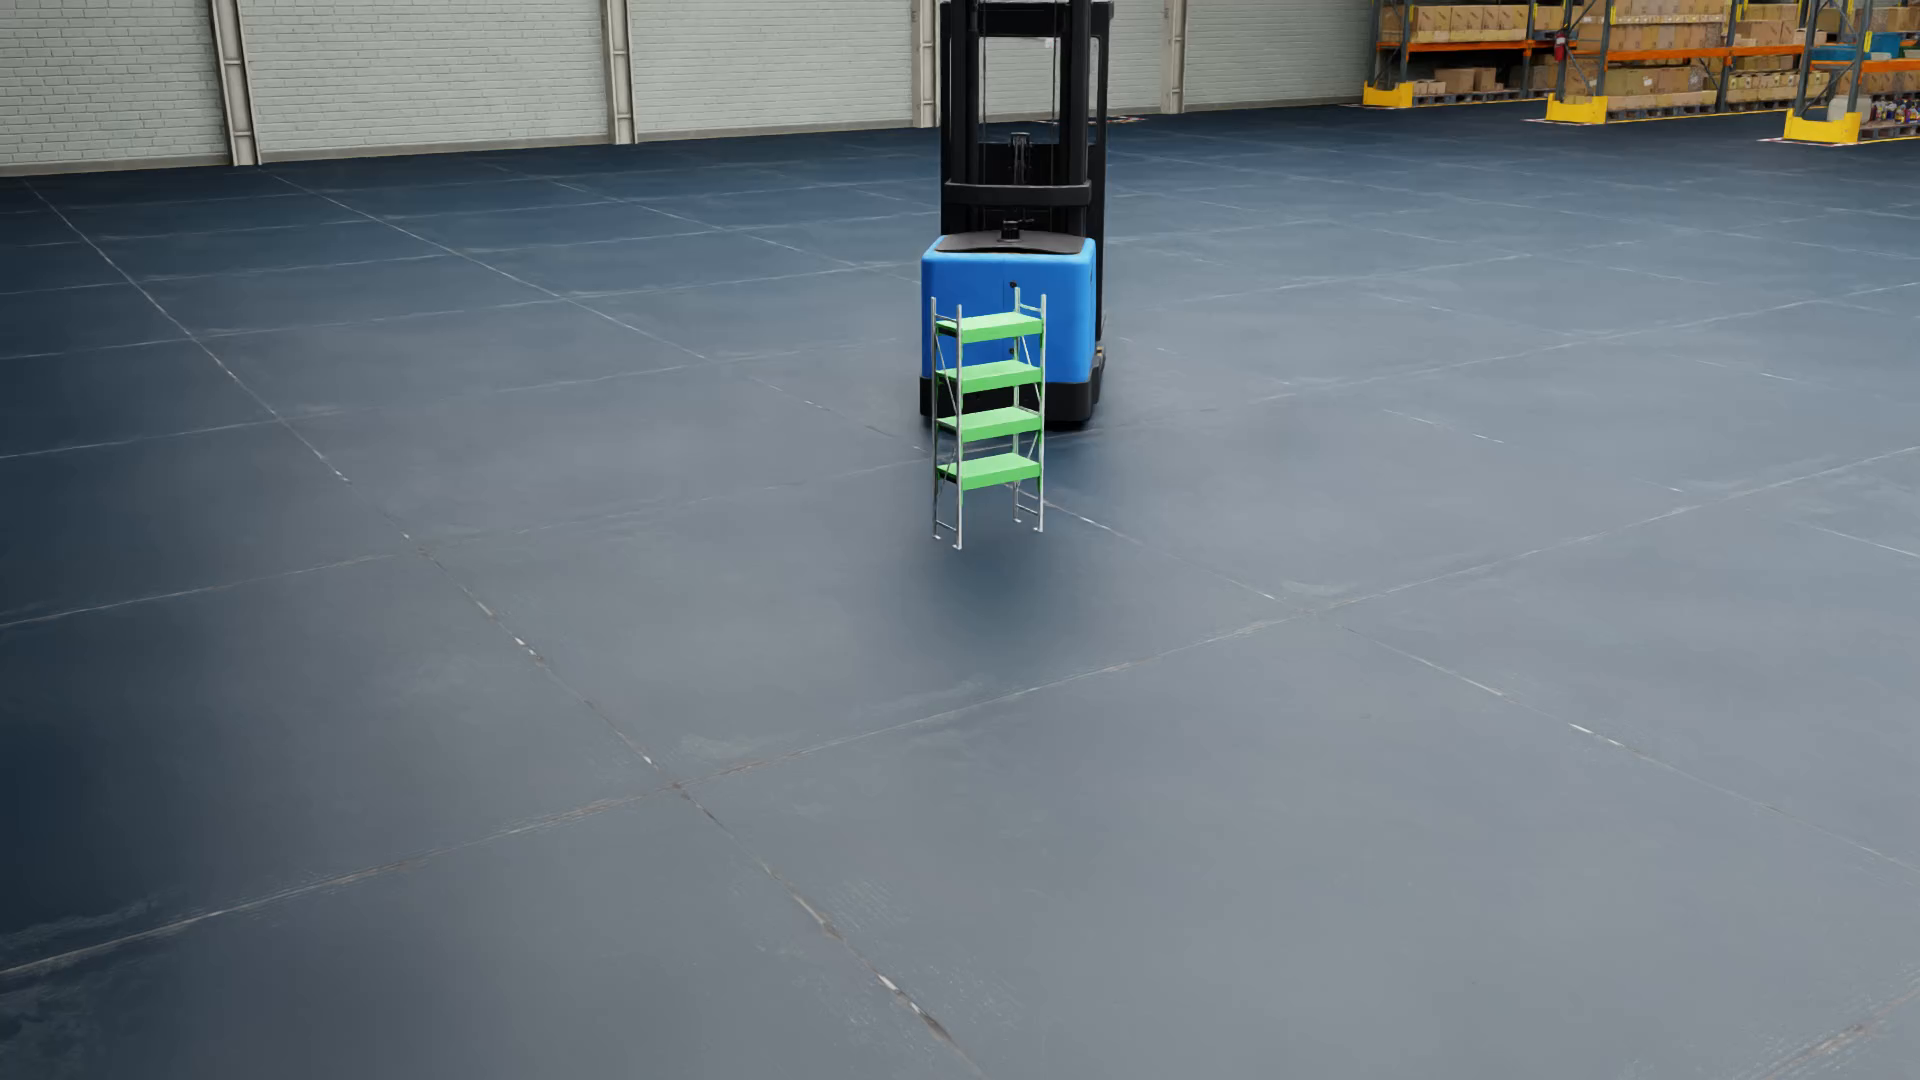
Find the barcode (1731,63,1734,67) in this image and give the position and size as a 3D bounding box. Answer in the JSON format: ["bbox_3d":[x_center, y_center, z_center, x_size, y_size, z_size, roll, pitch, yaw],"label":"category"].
[{"bbox_3d":[15.776,-9.699,33.966,0.075,0.075,0.001,-12,22,-31],"label":"barcode"}]

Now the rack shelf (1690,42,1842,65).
[{"bbox_3d":[17.005,-10.297,35.144,4.000,0.370,1.077,-12,22,-31],"label":"rack shelf"}]

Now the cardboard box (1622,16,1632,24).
[{"bbox_3d":[12.659,-9.995,31.956,0.250,0.149,0.380,-13,22,-33],"label":"cardboard box"}]

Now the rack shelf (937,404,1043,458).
[{"bbox_3d":[0.138,-0.537,8.159,0.480,0.148,0.258,-12,22,-31],"label":"rack shelf"}]

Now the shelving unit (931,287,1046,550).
[{"bbox_3d":[0.138,-0.598,8.139,0.503,1.200,0.258,-12,22,-31],"label":"shelving unit"}]

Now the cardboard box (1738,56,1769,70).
[{"bbox_3d":[20.390,-12.226,42.973,0.500,0.500,0.700,-12,22,-32],"label":"cardboard box"}]

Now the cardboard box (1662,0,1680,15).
[{"bbox_3d":[13.710,-10.603,32.742,0.500,0.500,0.700,-12,22,-31],"label":"cardboard box"}]

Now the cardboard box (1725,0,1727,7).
[{"bbox_3d":[18.606,-13.334,41.180,0.500,0.250,0.500,-11,22,-30],"label":"cardboard box"}]

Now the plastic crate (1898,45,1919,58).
[{"bbox_3d":[16.766,-8.696,29.615,0.662,0.188,0.450,-12,22,-31],"label":"plastic crate"}]

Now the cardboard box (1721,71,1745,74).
[{"bbox_3d":[16.364,-9.777,35.242,0.500,0.311,0.500,-12,22,-32],"label":"cardboard box"}]

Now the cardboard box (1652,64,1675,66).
[{"bbox_3d":[14.362,-9.449,33.979,0.500,0.500,0.500,-12,22,-31],"label":"cardboard box"}]

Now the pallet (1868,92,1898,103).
[{"bbox_3d":[20.337,-10.004,37.508,1.213,0.211,1.003,-12,22,-31],"label":"pallet"}]

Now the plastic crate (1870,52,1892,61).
[{"bbox_3d":[15.639,-8.202,28.235,0.250,0.136,0.298,-12,22,-31],"label":"plastic crate"}]

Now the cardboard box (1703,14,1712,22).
[{"bbox_3d":[14.800,-10.446,33.290,0.250,0.149,0.380,-13,22,-33],"label":"cardboard box"}]

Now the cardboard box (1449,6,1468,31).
[{"bbox_3d":[10.683,-11.377,36.245,0.500,0.500,0.500,-13,22,-33],"label":"cardboard box"}]

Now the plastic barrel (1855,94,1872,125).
[{"bbox_3d":[15.641,-7.501,28.977,0.421,0.512,0.421,0,19,0],"label":"plastic barrel"}]

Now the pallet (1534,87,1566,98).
[{"bbox_3d":[14.276,-10.643,39.397,1.213,0.211,1.003,-12,22,-31],"label":"pallet"}]

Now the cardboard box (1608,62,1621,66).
[{"bbox_3d":[15.375,-11.198,39.901,0.500,0.500,0.700,-12,22,-31],"label":"cardboard box"}]

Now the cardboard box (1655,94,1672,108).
[{"bbox_3d":[13.817,-8.776,33.159,0.500,0.250,0.500,-12,22,-31],"label":"cardboard box"}]

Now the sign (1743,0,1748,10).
[{"bbox_3d":[19.595,-13.387,41.475,0.005,0.325,0.100,-12,22,-31],"label":"sign"}]

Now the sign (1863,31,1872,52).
[{"bbox_3d":[15.014,-8.239,27.500,0.005,0.325,0.100,-12,22,-31],"label":"sign"}]

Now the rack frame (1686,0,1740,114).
[{"bbox_3d":[15.334,-10.286,33.986,0.127,3.000,1.000,-12,22,-31],"label":"rack frame"}]

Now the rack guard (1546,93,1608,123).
[{"bbox_3d":[11.974,-8.393,32.290,0.348,0.500,1.175,-12,22,-31],"label":"rack guard"}]

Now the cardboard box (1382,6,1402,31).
[{"bbox_3d":[9.543,-11.339,36.134,0.500,0.500,0.500,-12,22,-32],"label":"cardboard box"}]

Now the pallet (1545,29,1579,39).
[{"bbox_3d":[14.317,-11.864,38.955,1.213,0.211,1.003,-12,22,-31],"label":"pallet"}]

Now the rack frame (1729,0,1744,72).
[{"bbox_3d":[19.288,-13.019,42.072,0.127,3.000,1.000,-12,22,-31],"label":"rack frame"}]

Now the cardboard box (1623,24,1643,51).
[{"bbox_3d":[12.826,-9.801,32.397,0.500,0.500,0.700,-11,22,-30],"label":"cardboard box"}]

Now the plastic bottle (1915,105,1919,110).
[{"bbox_3d":[17.049,-7.602,29.601,0.133,0.283,0.061,-12,22,-31],"label":"plastic bottle"}]

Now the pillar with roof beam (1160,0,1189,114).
[{"bbox_3d":[6.732,-11.894,29.376,0.400,9.000,9.100,-12,22,-31],"label":"pillar with roof beam"}]

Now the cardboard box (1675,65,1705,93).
[{"bbox_3d":[14.643,-9.312,33.574,0.500,0.500,0.500,-12,22,-31],"label":"cardboard box"}]

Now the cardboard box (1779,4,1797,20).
[{"bbox_3d":[20.965,-13.511,43.056,0.700,0.700,0.980,-13,23,-34],"label":"cardboard box"}]

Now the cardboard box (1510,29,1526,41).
[{"bbox_3d":[12.378,-11.384,37.438,0.500,0.250,0.500,-12,22,-31],"label":"cardboard box"}]

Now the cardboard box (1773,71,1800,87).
[{"bbox_3d":[17.519,-9.813,35.349,0.500,0.311,0.500,-12,22,-32],"label":"cardboard box"}]

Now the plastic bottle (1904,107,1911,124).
[{"bbox_3d":[16.599,-7.448,29.147,0.133,0.283,0.061,-11,22,-31],"label":"plastic bottle"}]

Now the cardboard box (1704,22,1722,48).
[{"bbox_3d":[14.967,-10.253,33.734,0.500,0.500,0.700,-13,22,-33],"label":"cardboard box"}]

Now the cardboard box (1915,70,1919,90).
[{"bbox_3d":[21.761,-10.556,38.001,0.500,0.500,0.500,-12,22,-32],"label":"cardboard box"}]

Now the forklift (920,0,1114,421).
[{"bbox_3d":[0.446,-2.542,11.189,1.130,2.935,3.031,2,19,7],"label":"forklift"}]

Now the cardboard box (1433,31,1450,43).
[{"bbox_3d":[10.274,-10.940,36.125,0.500,0.250,0.500,-13,22,-33],"label":"cardboard box"}]

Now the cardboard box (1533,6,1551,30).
[{"bbox_3d":[13.051,-11.947,38.055,0.500,0.500,0.700,-12,22,-31],"label":"cardboard box"}]

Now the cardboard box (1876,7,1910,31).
[{"bbox_3d":[20.958,-11.780,37.593,0.500,0.500,0.700,-8,20,-23],"label":"cardboard box"}]

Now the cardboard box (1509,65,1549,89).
[{"bbox_3d":[13.212,-10.769,38.630,0.500,0.500,0.700,-11,22,-30],"label":"cardboard box"}]

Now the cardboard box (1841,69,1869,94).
[{"bbox_3d":[19.646,-10.112,36.689,0.500,0.500,0.500,-13,23,-33],"label":"cardboard box"}]

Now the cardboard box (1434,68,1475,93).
[{"bbox_3d":[11.010,-10.244,37.079,0.500,0.500,0.700,-14,23,-35],"label":"cardboard box"}]

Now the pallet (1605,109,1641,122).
[{"bbox_3d":[12.609,-8.406,32.780,1.213,0.211,1.003,-12,22,-31],"label":"pallet"}]

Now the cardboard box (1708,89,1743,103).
[{"bbox_3d":[15.807,-9.187,34.374,0.500,0.250,0.500,-13,22,-33],"label":"cardboard box"}]

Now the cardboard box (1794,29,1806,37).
[{"bbox_3d":[17.822,-10.843,35.772,0.500,0.311,0.500,-12,22,-32],"label":"cardboard box"}]

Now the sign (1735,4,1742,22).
[{"bbox_3d":[15.641,-10.585,33.397,0.005,0.325,0.100,-12,22,-31],"label":"sign"}]

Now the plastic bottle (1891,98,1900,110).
[{"bbox_3d":[16.995,-7.849,30.229,0.185,0.351,0.144,-13,23,-34],"label":"plastic bottle"}]

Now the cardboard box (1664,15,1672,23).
[{"bbox_3d":[13.724,-10.218,32.617,0.250,0.149,0.380,-12,22,-31],"label":"cardboard box"}]

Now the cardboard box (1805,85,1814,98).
[{"bbox_3d":[17.941,-9.637,35.705,0.500,0.250,0.500,-12,22,-32],"label":"cardboard box"}]

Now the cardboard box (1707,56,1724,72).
[{"bbox_3d":[18.817,-12.051,41.907,0.750,0.750,0.750,-12,22,-31],"label":"cardboard box"}]

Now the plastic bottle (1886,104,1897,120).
[{"bbox_3d":[16.743,-7.704,29.915,0.135,0.276,0.152,-12,22,-31],"label":"plastic bottle"}]

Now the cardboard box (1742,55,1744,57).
[{"bbox_3d":[20.397,-12.613,43.105,0.250,0.149,0.380,-13,22,-33],"label":"cardboard box"}]
